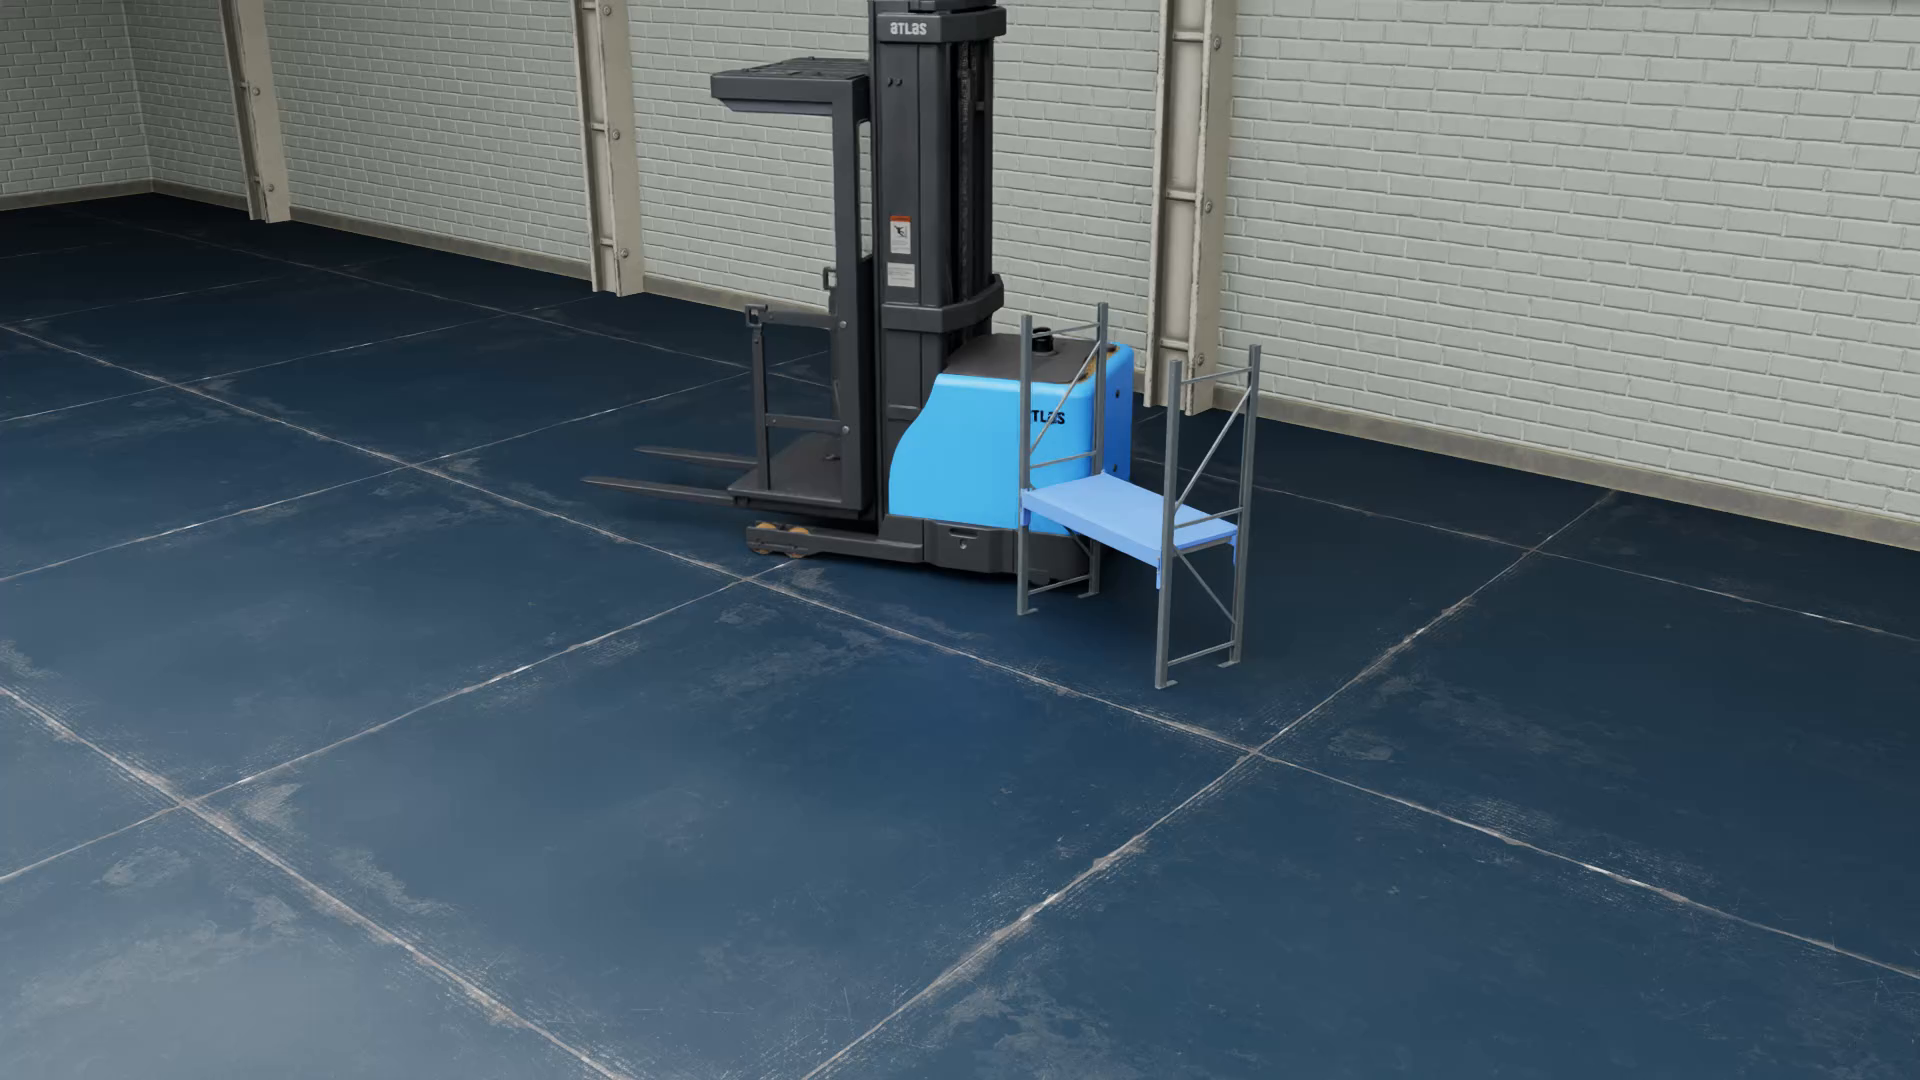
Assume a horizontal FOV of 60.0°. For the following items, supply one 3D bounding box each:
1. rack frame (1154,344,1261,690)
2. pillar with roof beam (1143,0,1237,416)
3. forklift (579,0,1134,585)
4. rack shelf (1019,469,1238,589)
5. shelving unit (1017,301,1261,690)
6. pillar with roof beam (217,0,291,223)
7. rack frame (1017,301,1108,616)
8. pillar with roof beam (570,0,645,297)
[{"bbox_3d":[1.081,-0.089,7.280,0.500,1.500,0.032,-14,25,-33],"label":"rack frame"},{"bbox_3d":[-1.188,-3.972,6.948,0.400,9.000,9.100,16,26,36],"label":"pillar with roof beam"},{"bbox_3d":[-0.627,-1.438,8.828,3.031,2.935,1.130,7,22,18],"label":"forklift"},{"bbox_3d":[0.788,-0.068,7.732,0.538,0.185,1.000,-14,25,-33],"label":"rack shelf"},{"bbox_3d":[0.788,-0.236,7.668,0.538,1.500,1.048,-14,25,-33],"label":"shelving unit"},{"bbox_3d":[-10.485,-6.649,14.048,0.400,9.000,9.100,16,26,36],"label":"pillar with roof beam"},{"bbox_3d":[0.494,-0.382,8.056,0.500,1.500,0.032,-14,25,-33],"label":"rack frame"},{"bbox_3d":[-5.837,-5.311,10.498,0.400,9.000,9.100,16,26,36],"label":"pillar with roof beam"}]
